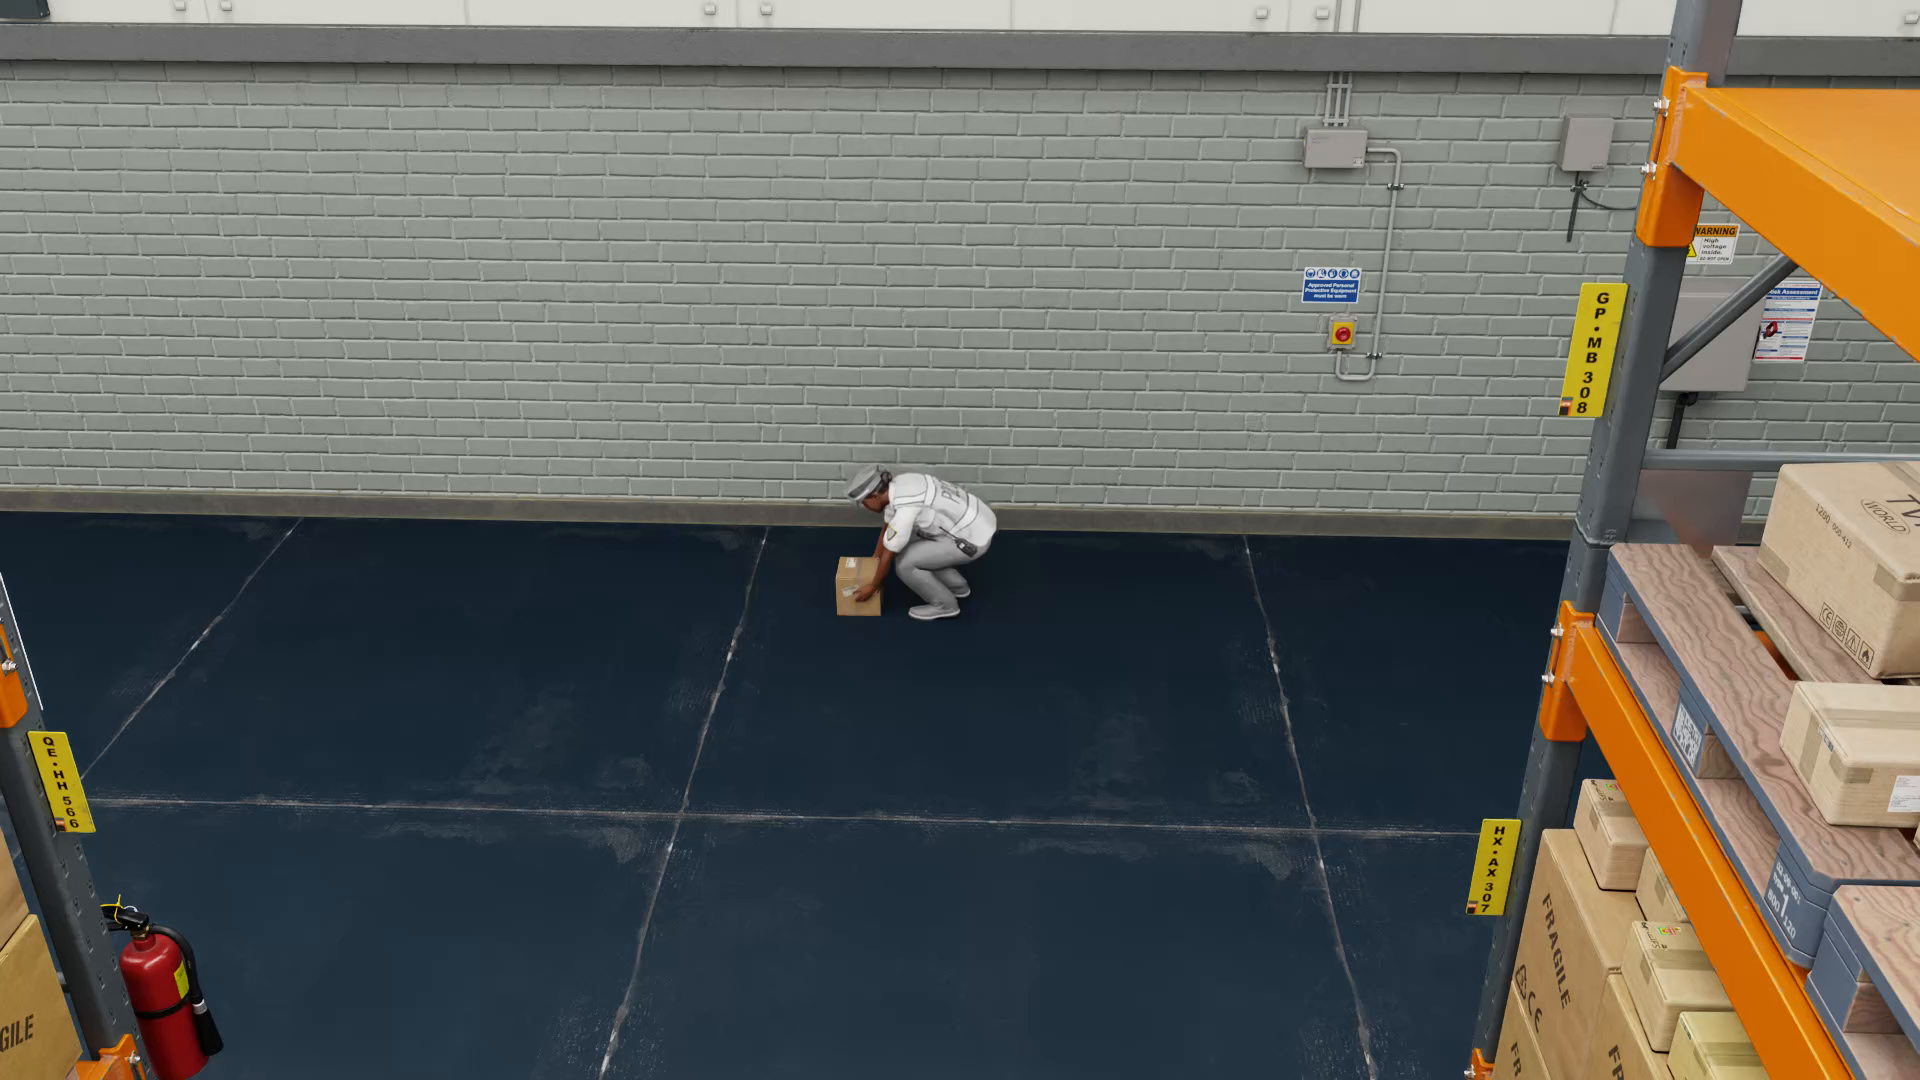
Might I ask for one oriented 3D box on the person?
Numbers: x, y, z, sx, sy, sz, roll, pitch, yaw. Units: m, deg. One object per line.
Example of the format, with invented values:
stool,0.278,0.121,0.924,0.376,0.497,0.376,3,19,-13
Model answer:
person,-0.226,-0.015,9.435,0.862,0.930,0.482,1,28,2
